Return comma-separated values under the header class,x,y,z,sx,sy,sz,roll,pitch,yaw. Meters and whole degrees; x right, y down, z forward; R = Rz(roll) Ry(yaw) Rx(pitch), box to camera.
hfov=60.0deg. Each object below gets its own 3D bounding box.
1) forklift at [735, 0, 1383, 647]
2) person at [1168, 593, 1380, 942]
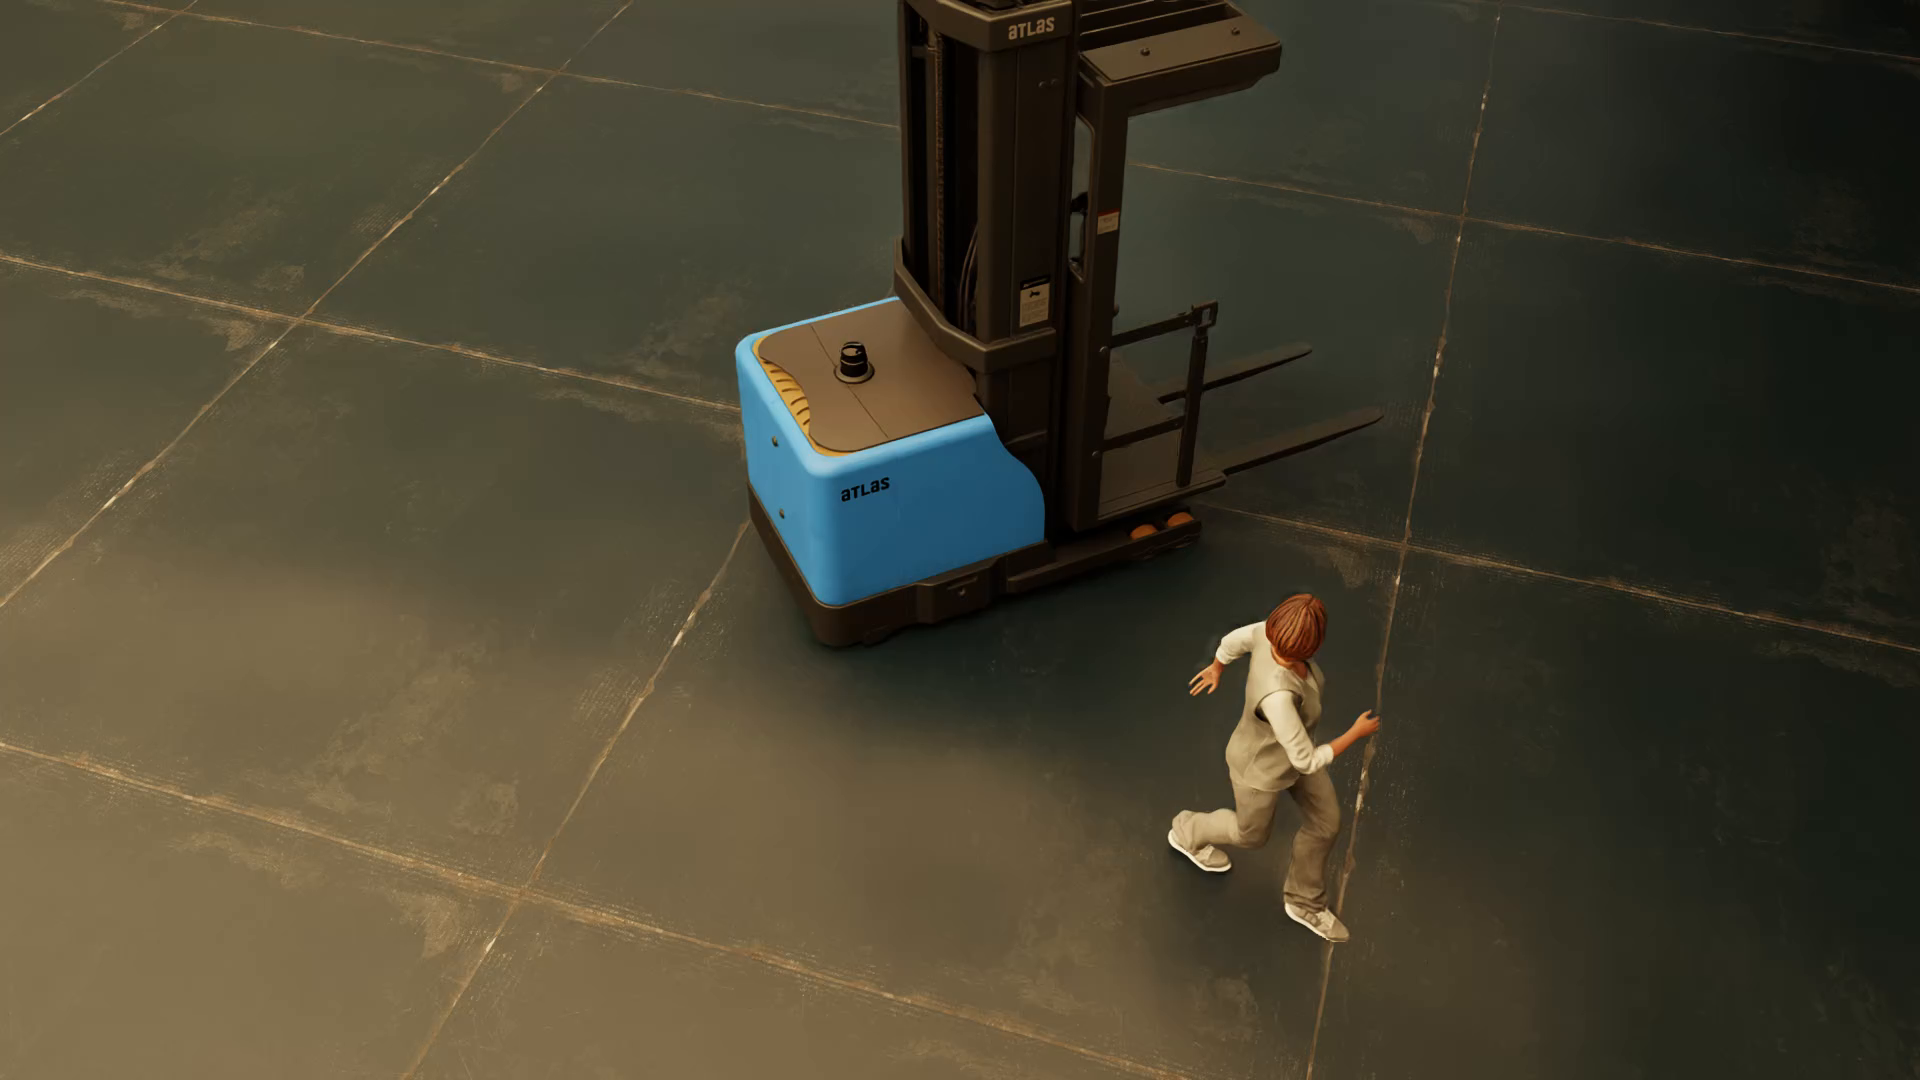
class,x,y,z,sx,sy,sz,roll,pitch,yaw
forklift,0.567,-1.290,7.076,3.031,2.935,1.130,-18,46,-18
person,1.129,0.779,5.914,0.839,1.540,0.428,24,48,23
